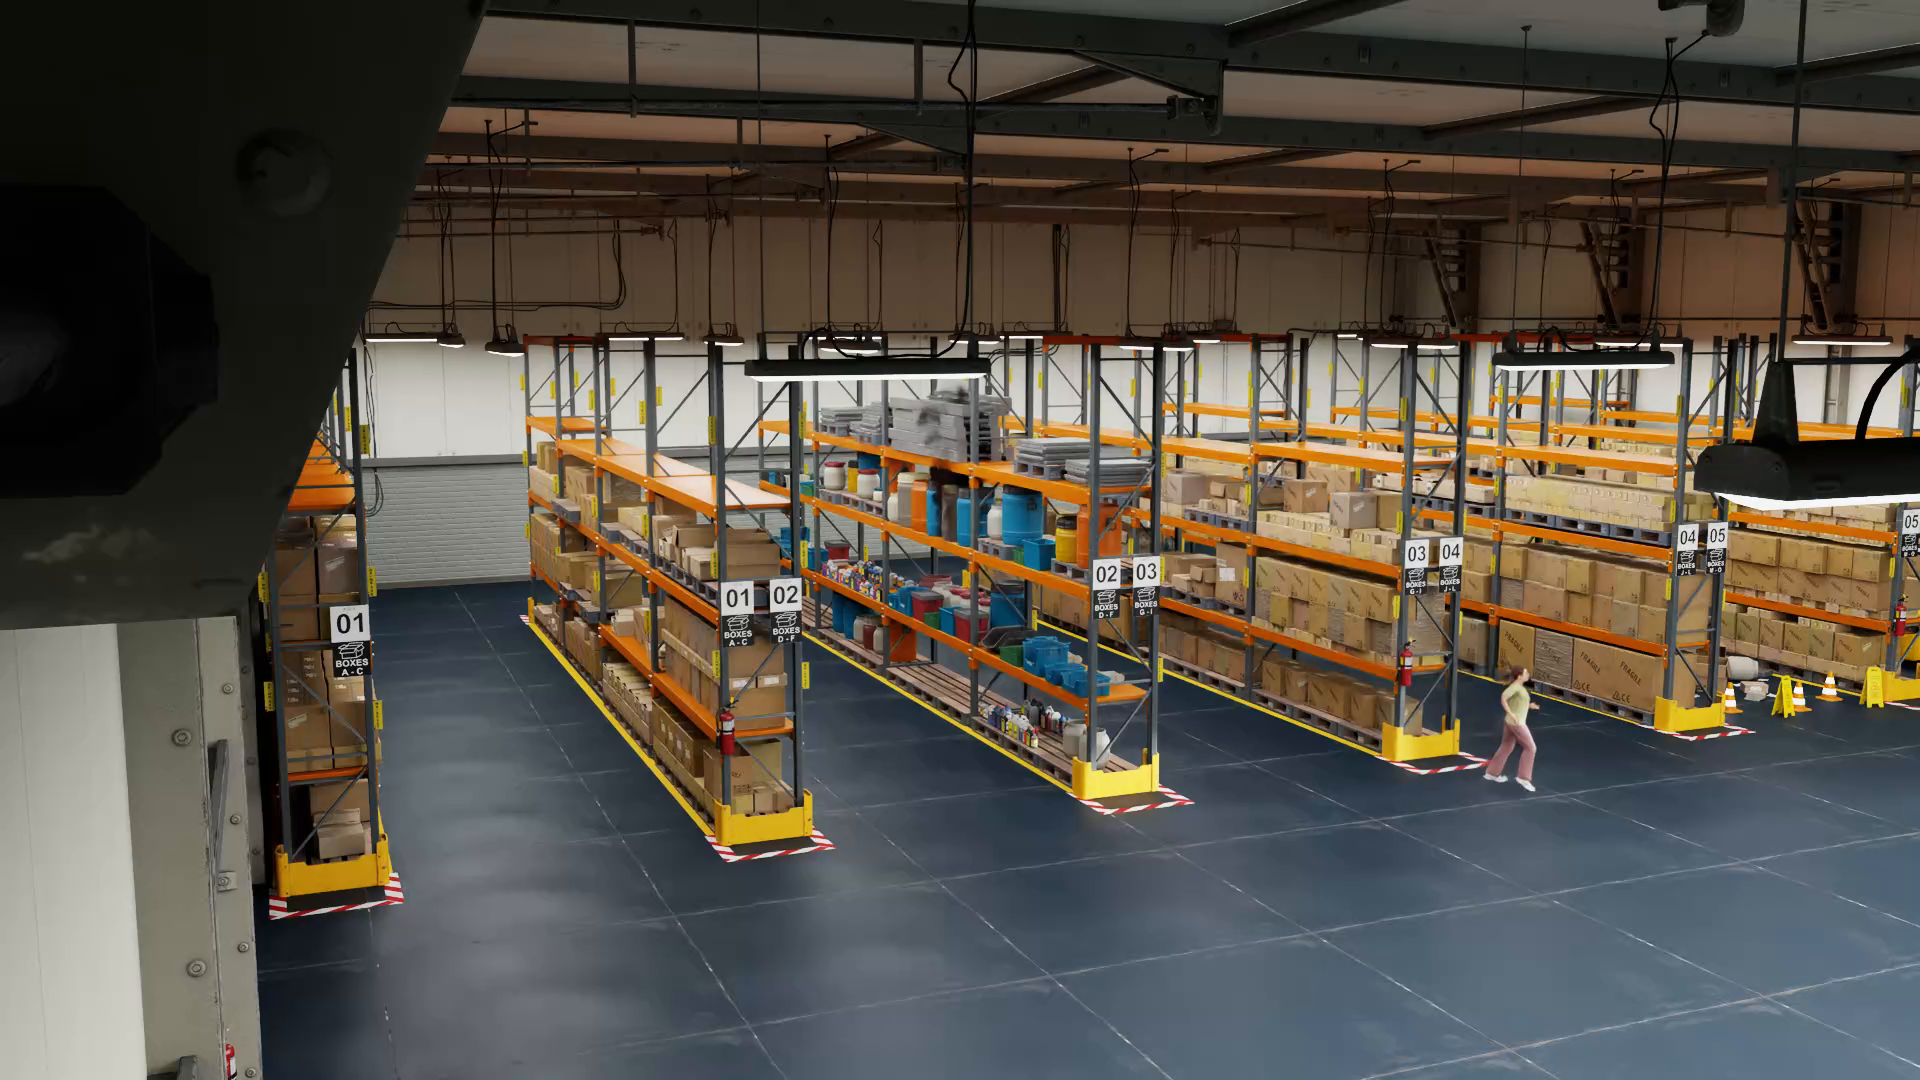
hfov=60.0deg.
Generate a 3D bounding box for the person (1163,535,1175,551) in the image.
[{"bbox_3d":[5.253,-0.152,41.877,0.921,1.795,0.660,-3,8,-24],"label":"person"}]

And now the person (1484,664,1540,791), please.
[{"bbox_3d":[7.463,2.528,22.474,0.679,1.727,0.565,2,8,13],"label":"person"}]

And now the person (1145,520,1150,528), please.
[{"bbox_3d":[4.881,-0.031,41.650,0.822,1.717,0.769,0,8,-4],"label":"person"}]
